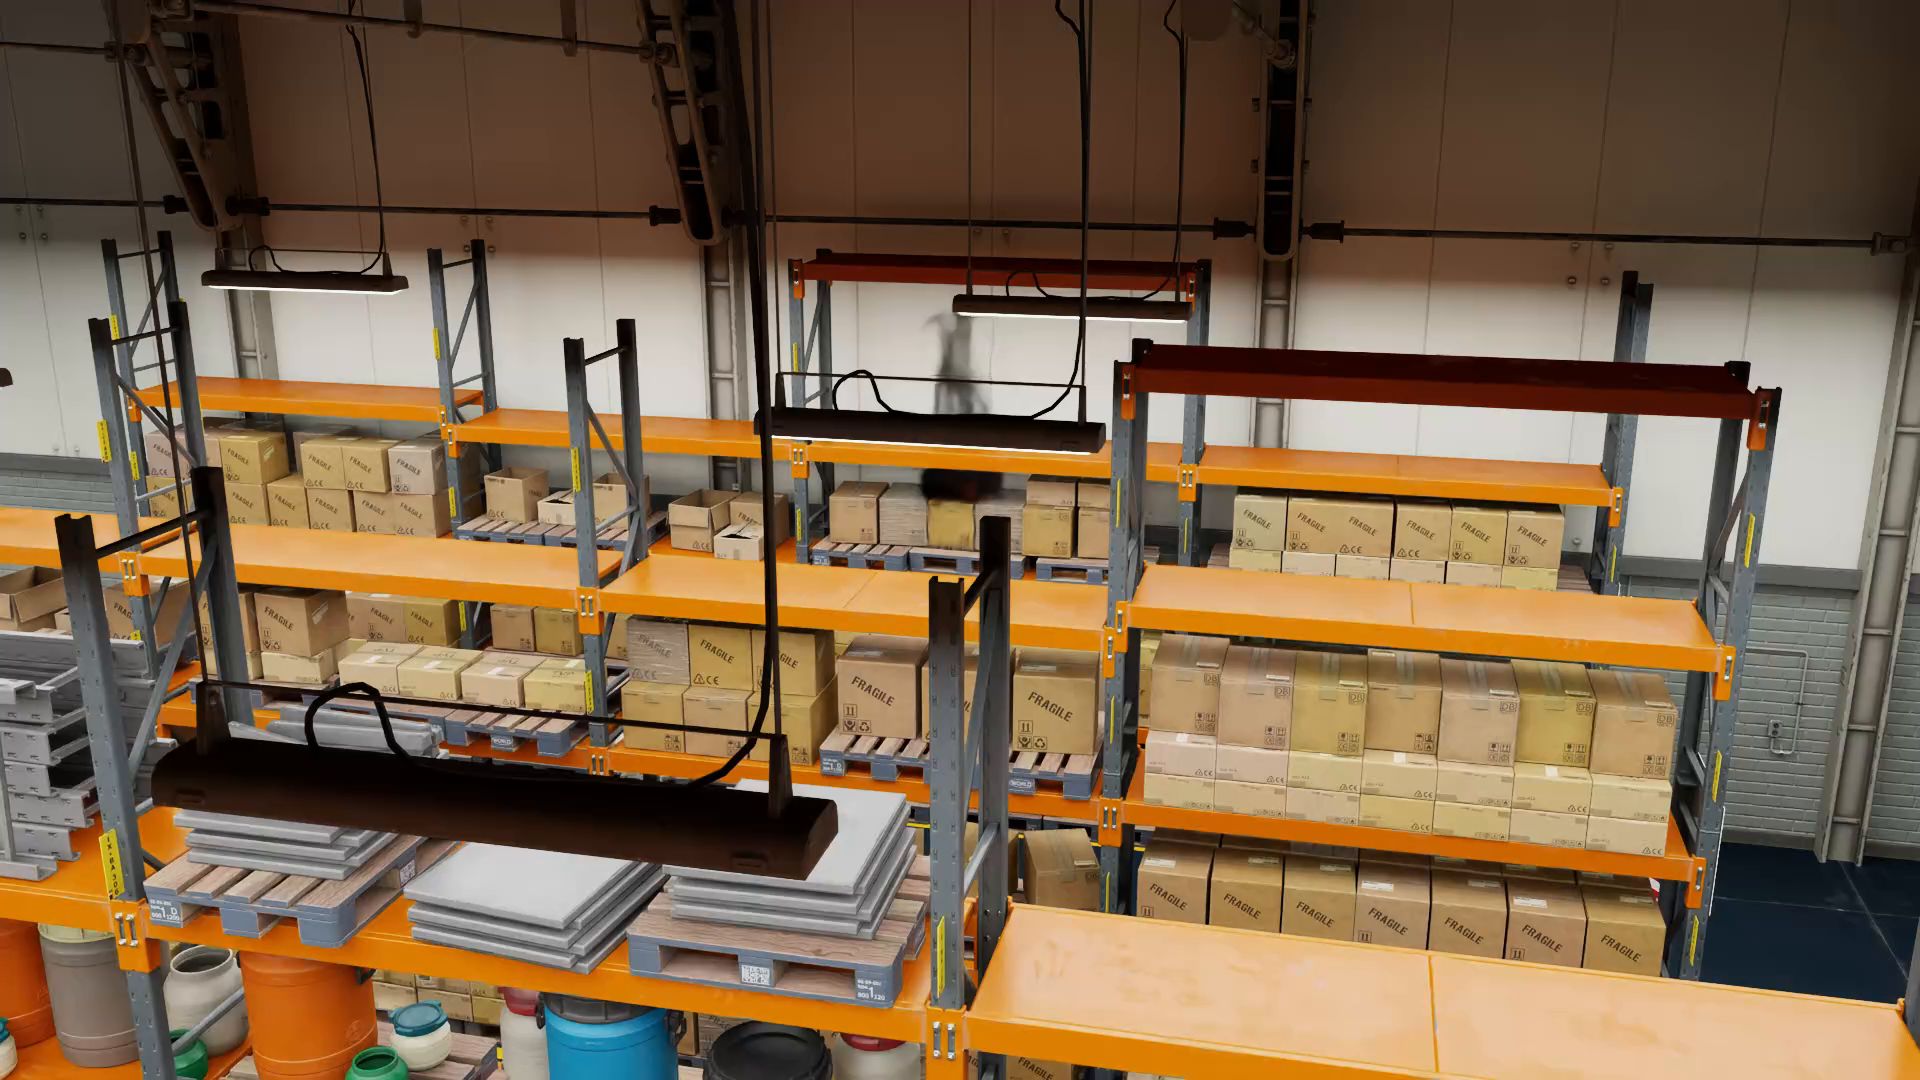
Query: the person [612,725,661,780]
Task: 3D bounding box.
[{"bbox_3d":[-3.106,2.528,16.770,0.911,1.735,0.713,1,16,2],"label":"person"}]
